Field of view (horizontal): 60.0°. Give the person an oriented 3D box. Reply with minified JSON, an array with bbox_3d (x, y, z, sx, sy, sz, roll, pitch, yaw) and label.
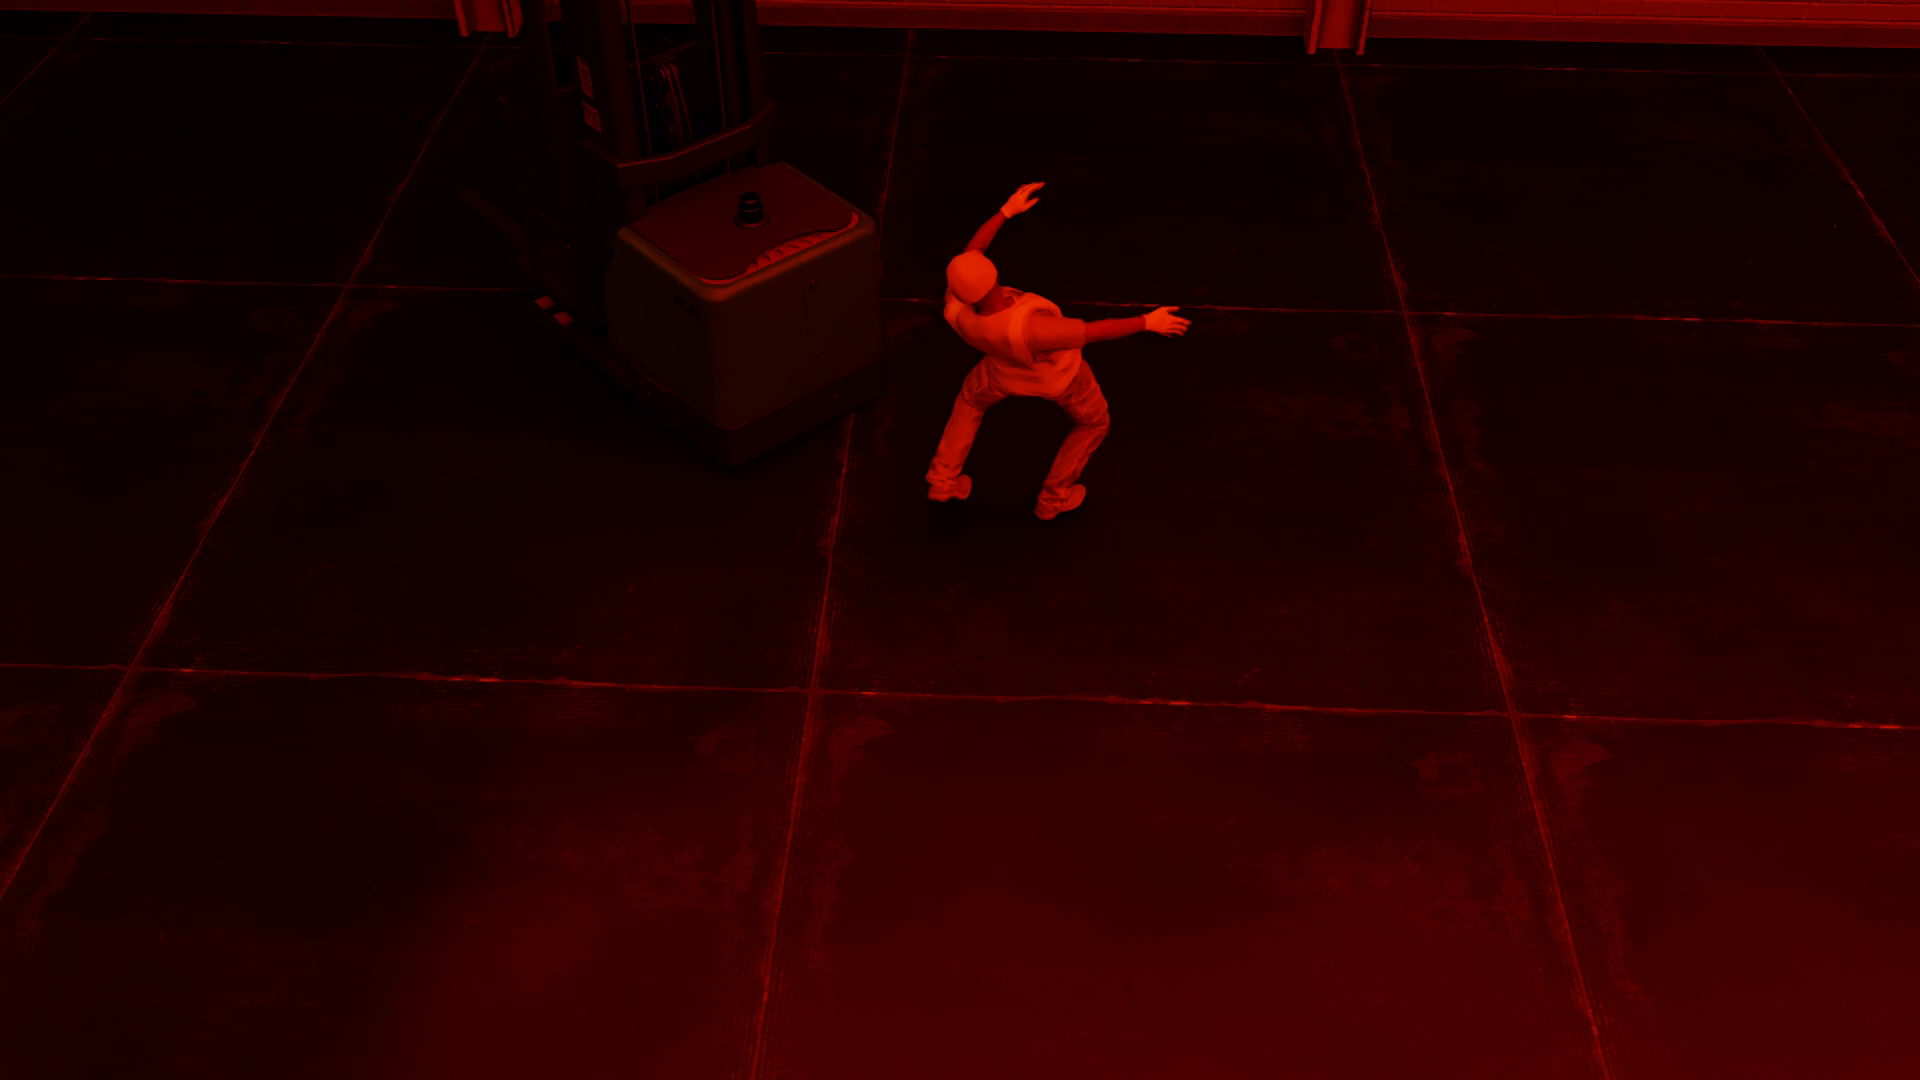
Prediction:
[{"bbox_3d":[0.442,-0.740,7.549,1.131,1.553,0.746,14,44,15],"label":"person"}]

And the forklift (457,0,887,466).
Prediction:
[{"bbox_3d":[-1.732,-2.365,8.332,1.130,2.935,3.031,-31,51,-29],"label":"forklift"}]
